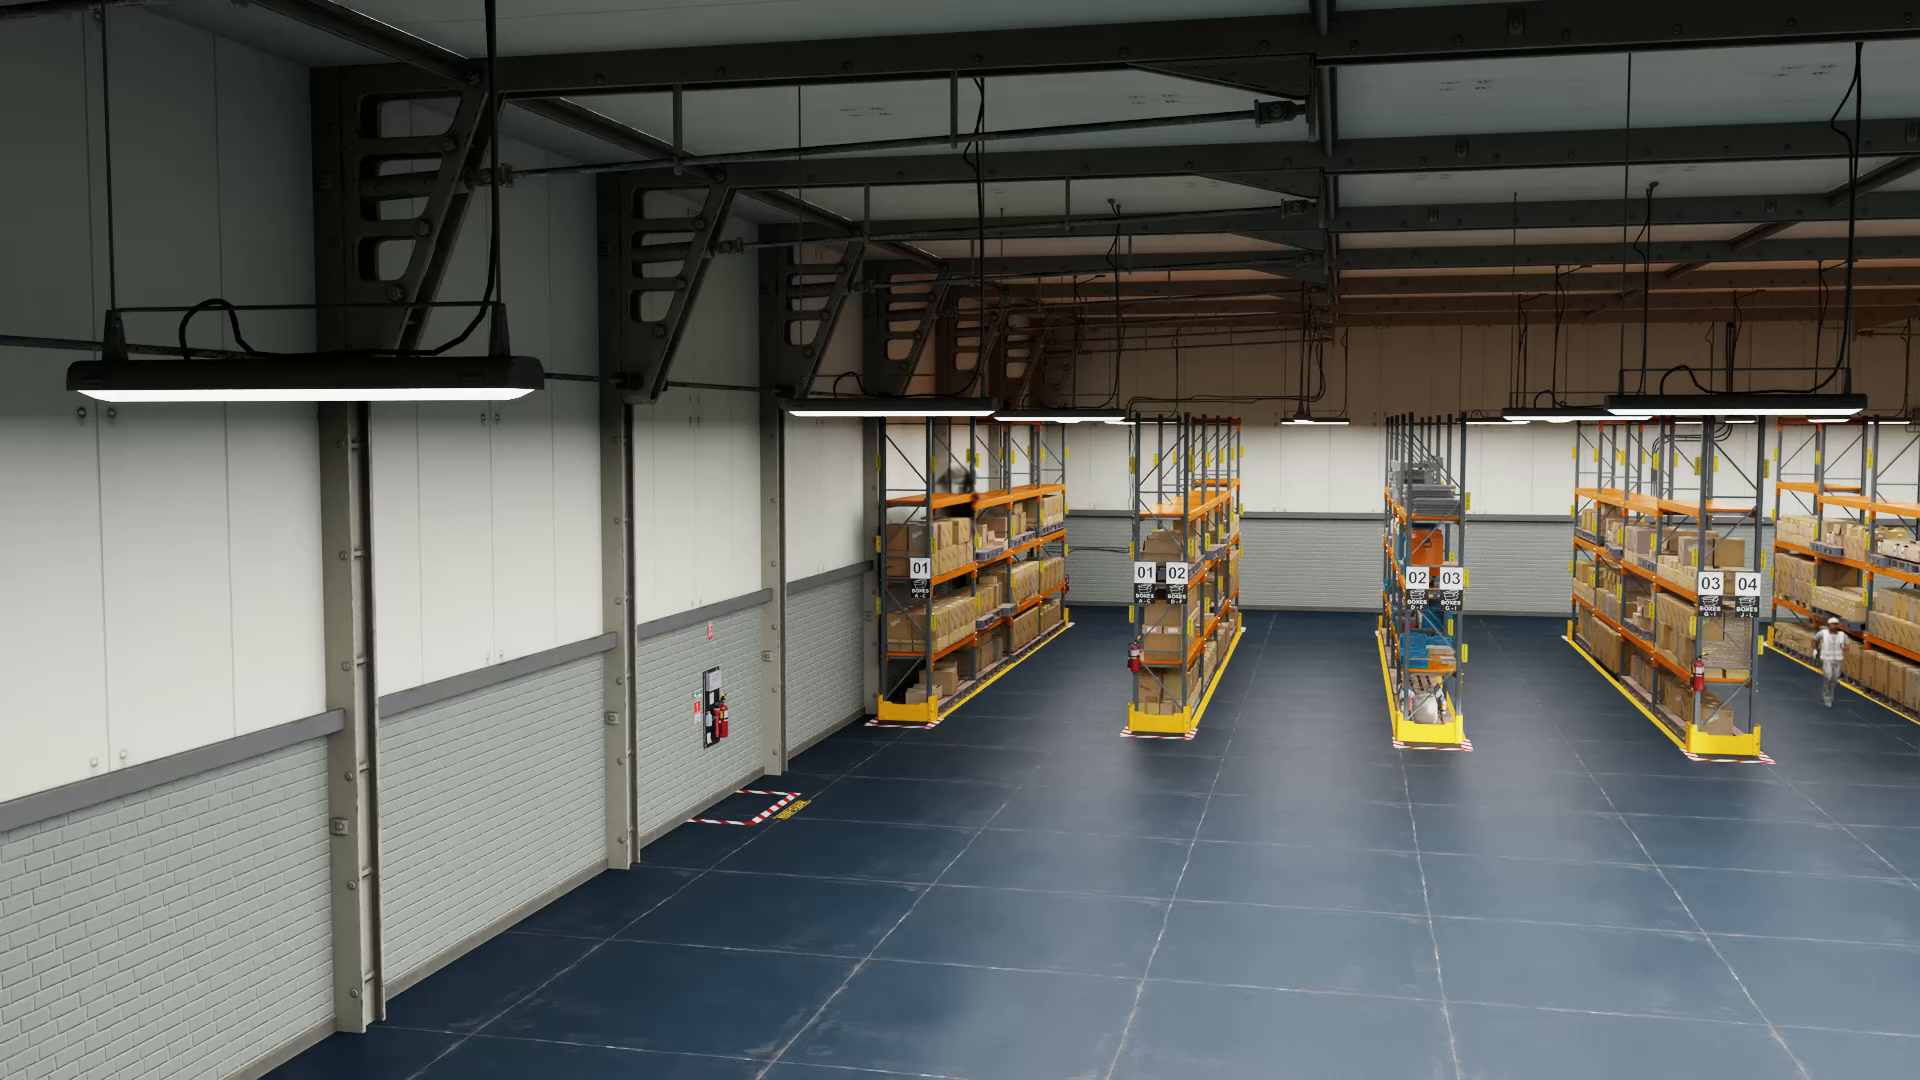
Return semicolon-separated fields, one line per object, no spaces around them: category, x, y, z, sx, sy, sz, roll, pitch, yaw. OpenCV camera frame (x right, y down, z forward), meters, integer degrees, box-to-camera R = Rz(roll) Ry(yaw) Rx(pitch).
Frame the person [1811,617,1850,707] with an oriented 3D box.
person;17.976;2.512;34.297;0.658;1.844;0.775;1;4;8
